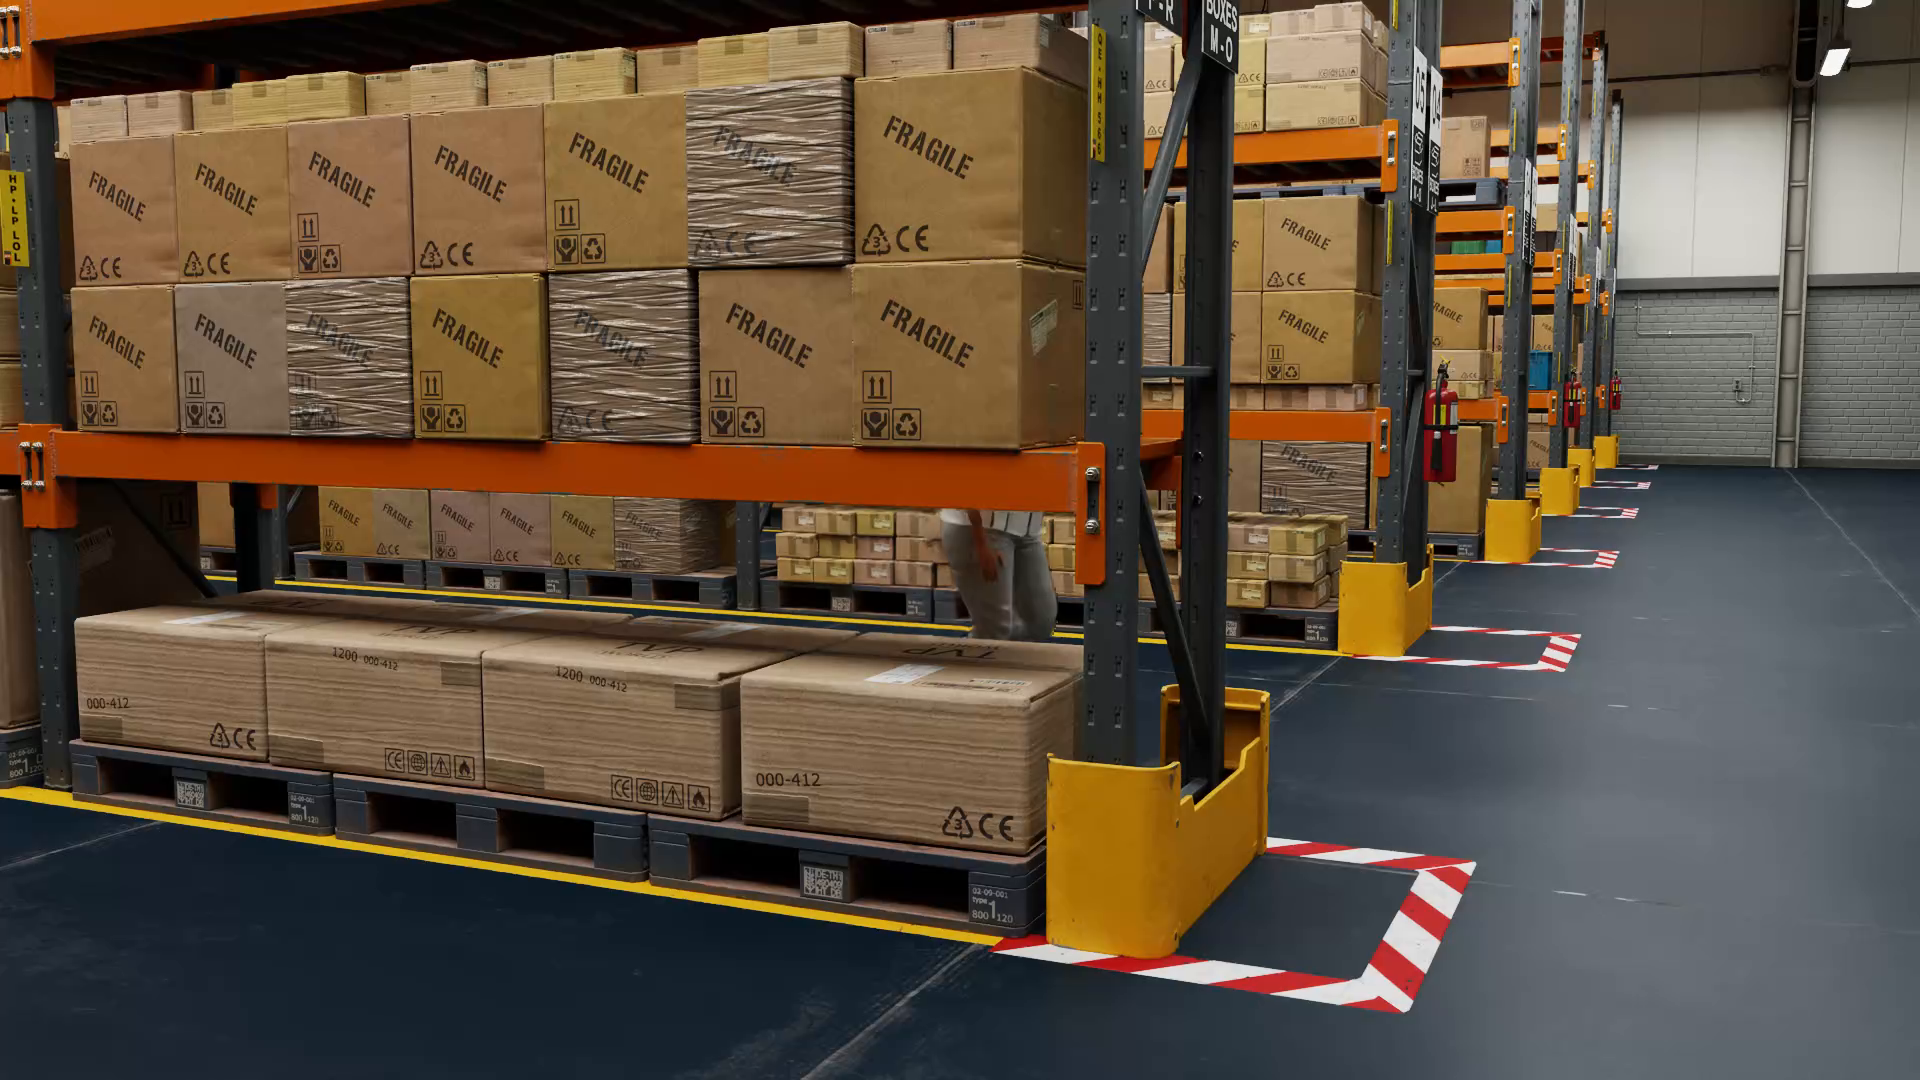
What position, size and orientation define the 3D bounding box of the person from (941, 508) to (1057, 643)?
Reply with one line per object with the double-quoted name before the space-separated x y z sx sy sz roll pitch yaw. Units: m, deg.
"person" 0.104 -0.017 6.786 0.536 1.648 0.481 4 7 35
